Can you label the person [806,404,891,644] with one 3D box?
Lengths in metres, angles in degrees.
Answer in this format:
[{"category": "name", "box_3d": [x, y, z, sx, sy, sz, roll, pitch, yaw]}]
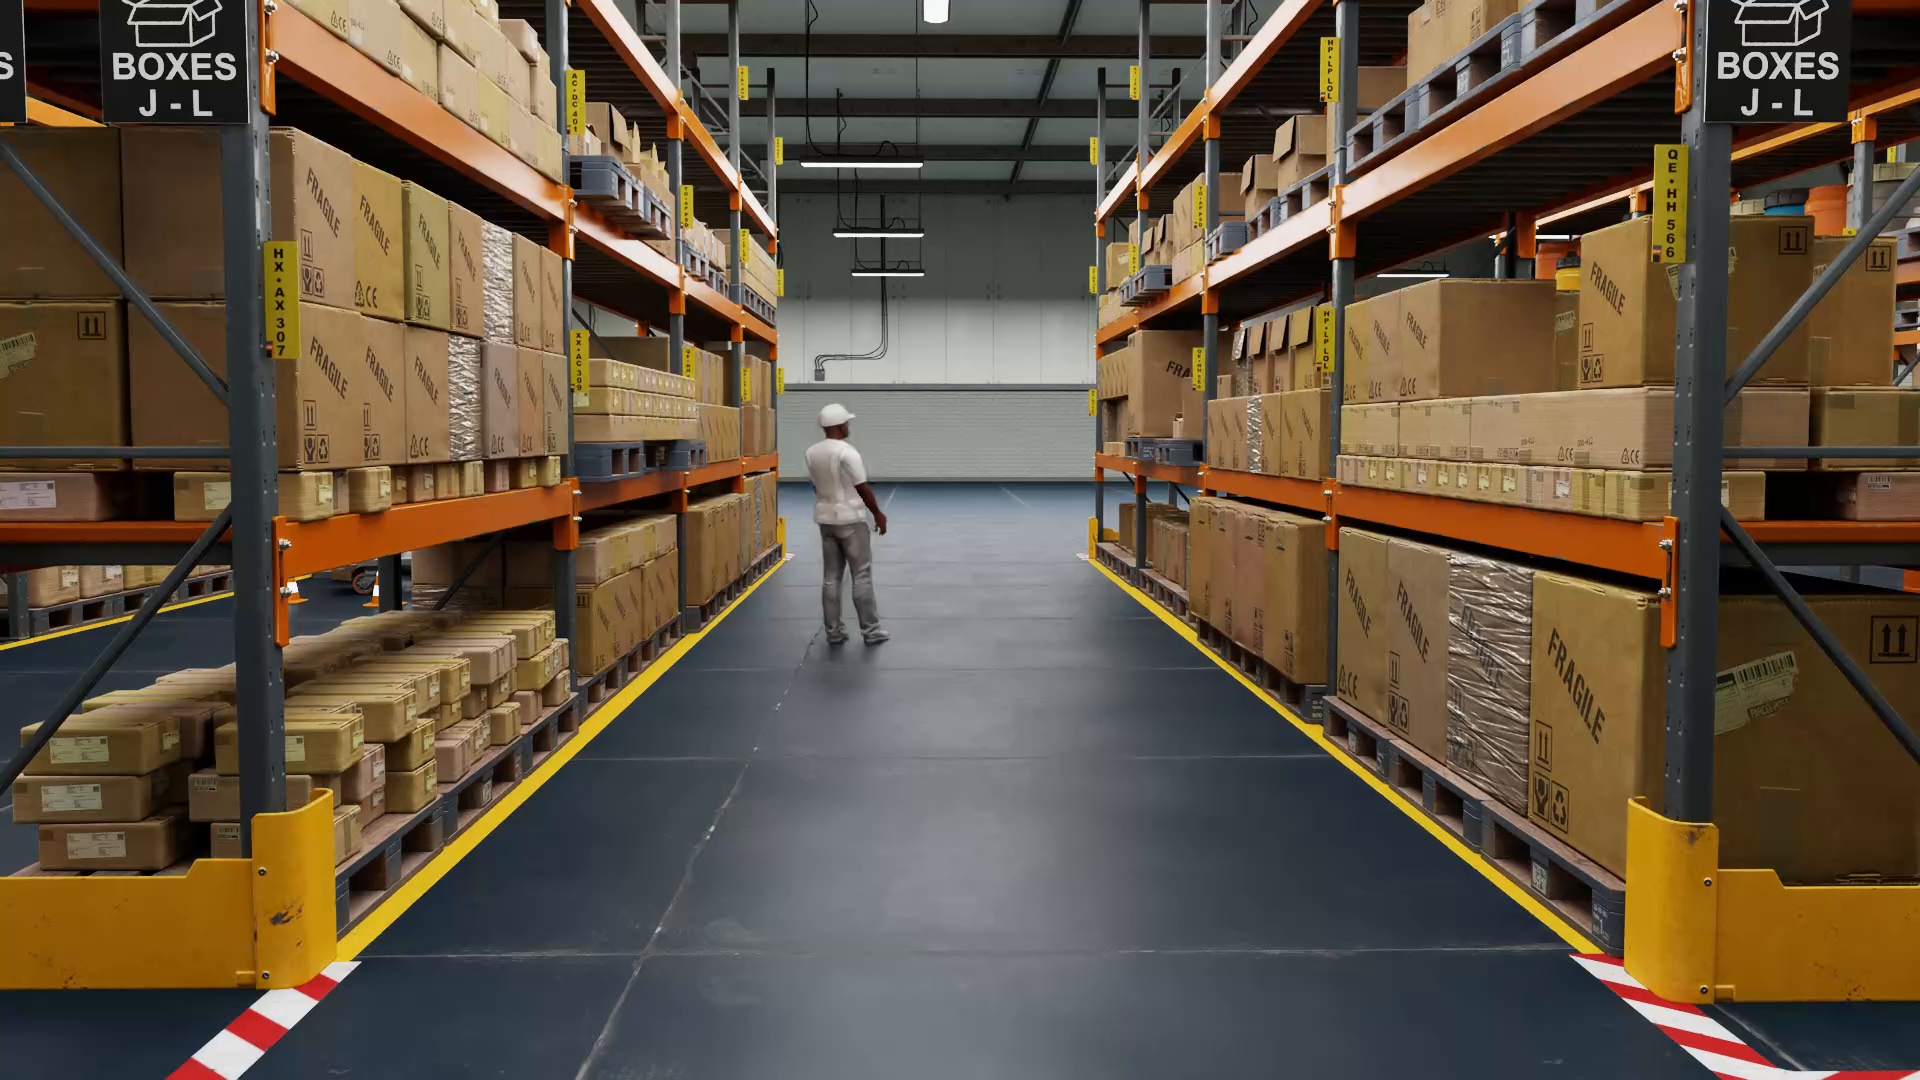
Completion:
[{"category": "person", "box_3d": [-0.837, -0.125, 12.366, 0.553, 1.771, 0.551, 3, 5, 42]}]
